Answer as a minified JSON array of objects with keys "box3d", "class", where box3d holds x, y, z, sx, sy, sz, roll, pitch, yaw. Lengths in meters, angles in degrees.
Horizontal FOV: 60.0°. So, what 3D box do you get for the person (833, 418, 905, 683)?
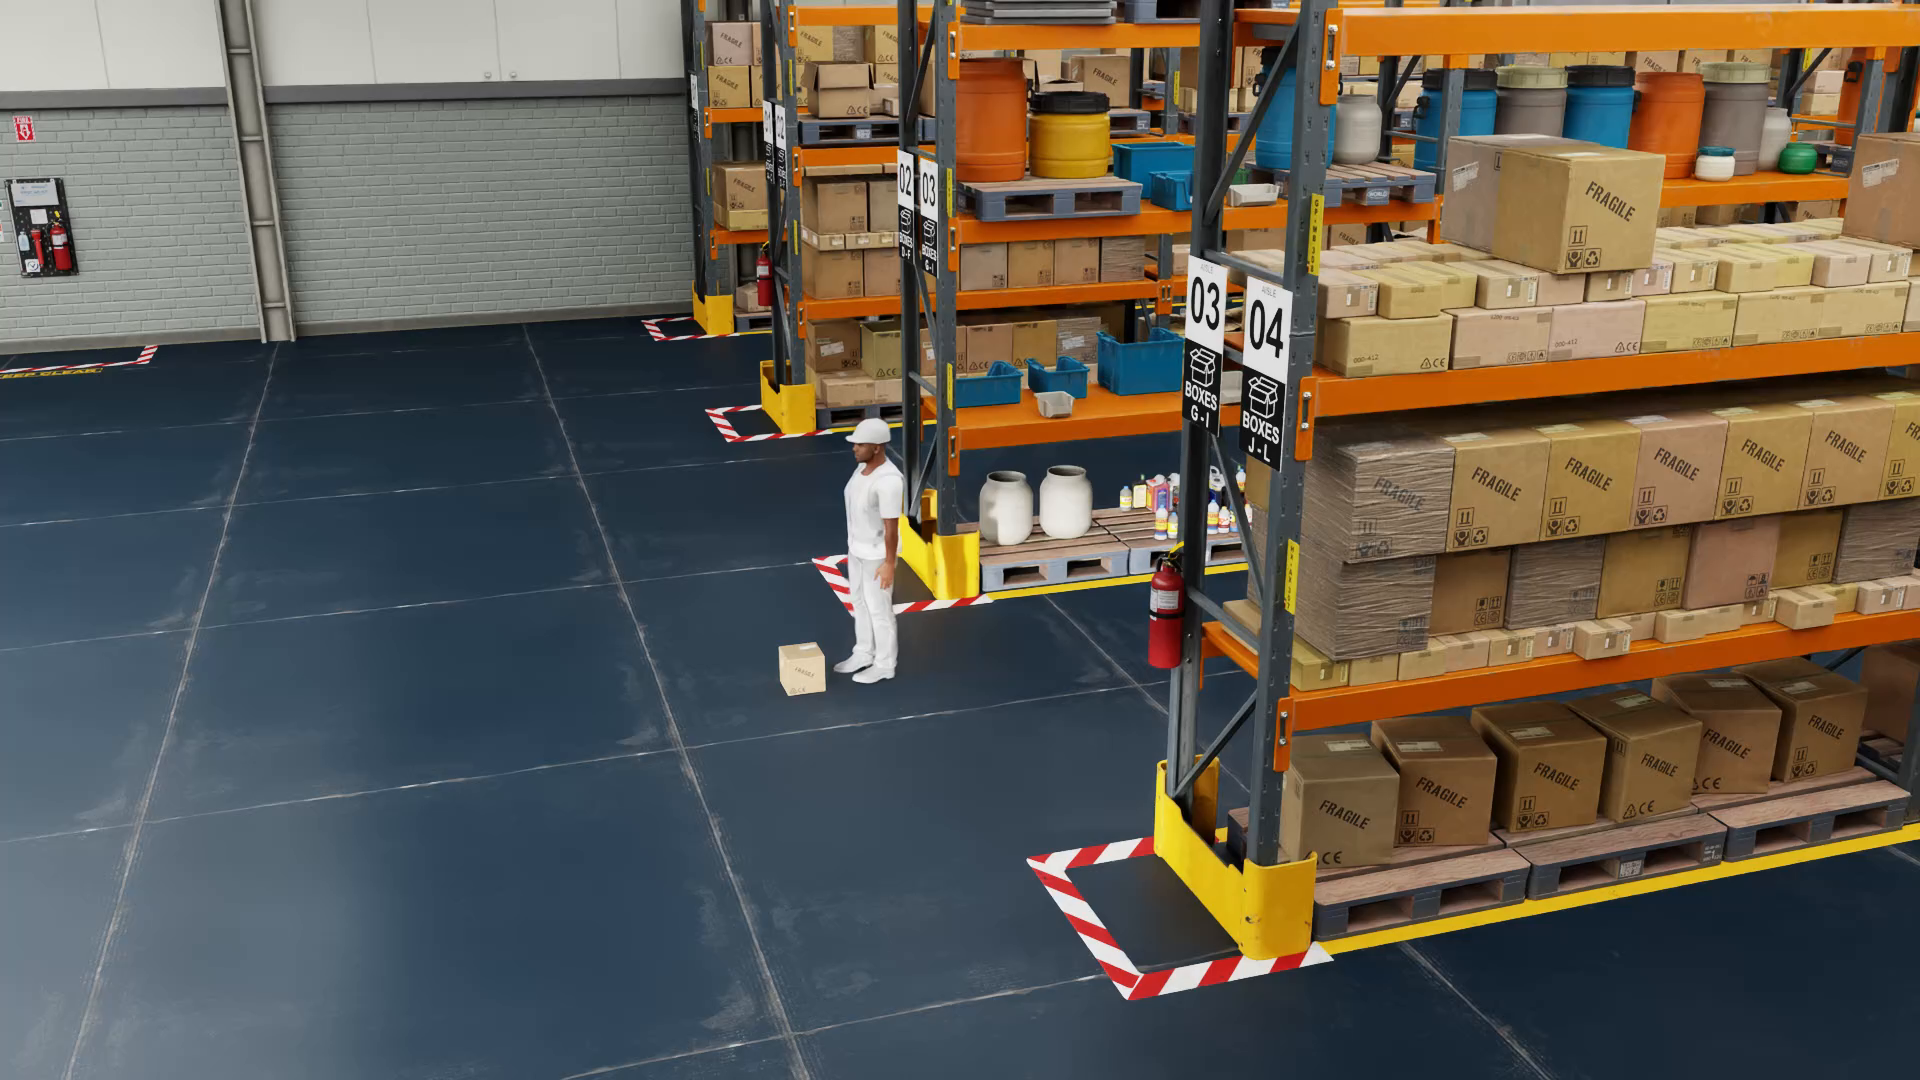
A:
[{"box3d":[-0.590,0.079,10.797,0.407,1.775,0.588,-8,21,-22],"class":"person"}]
